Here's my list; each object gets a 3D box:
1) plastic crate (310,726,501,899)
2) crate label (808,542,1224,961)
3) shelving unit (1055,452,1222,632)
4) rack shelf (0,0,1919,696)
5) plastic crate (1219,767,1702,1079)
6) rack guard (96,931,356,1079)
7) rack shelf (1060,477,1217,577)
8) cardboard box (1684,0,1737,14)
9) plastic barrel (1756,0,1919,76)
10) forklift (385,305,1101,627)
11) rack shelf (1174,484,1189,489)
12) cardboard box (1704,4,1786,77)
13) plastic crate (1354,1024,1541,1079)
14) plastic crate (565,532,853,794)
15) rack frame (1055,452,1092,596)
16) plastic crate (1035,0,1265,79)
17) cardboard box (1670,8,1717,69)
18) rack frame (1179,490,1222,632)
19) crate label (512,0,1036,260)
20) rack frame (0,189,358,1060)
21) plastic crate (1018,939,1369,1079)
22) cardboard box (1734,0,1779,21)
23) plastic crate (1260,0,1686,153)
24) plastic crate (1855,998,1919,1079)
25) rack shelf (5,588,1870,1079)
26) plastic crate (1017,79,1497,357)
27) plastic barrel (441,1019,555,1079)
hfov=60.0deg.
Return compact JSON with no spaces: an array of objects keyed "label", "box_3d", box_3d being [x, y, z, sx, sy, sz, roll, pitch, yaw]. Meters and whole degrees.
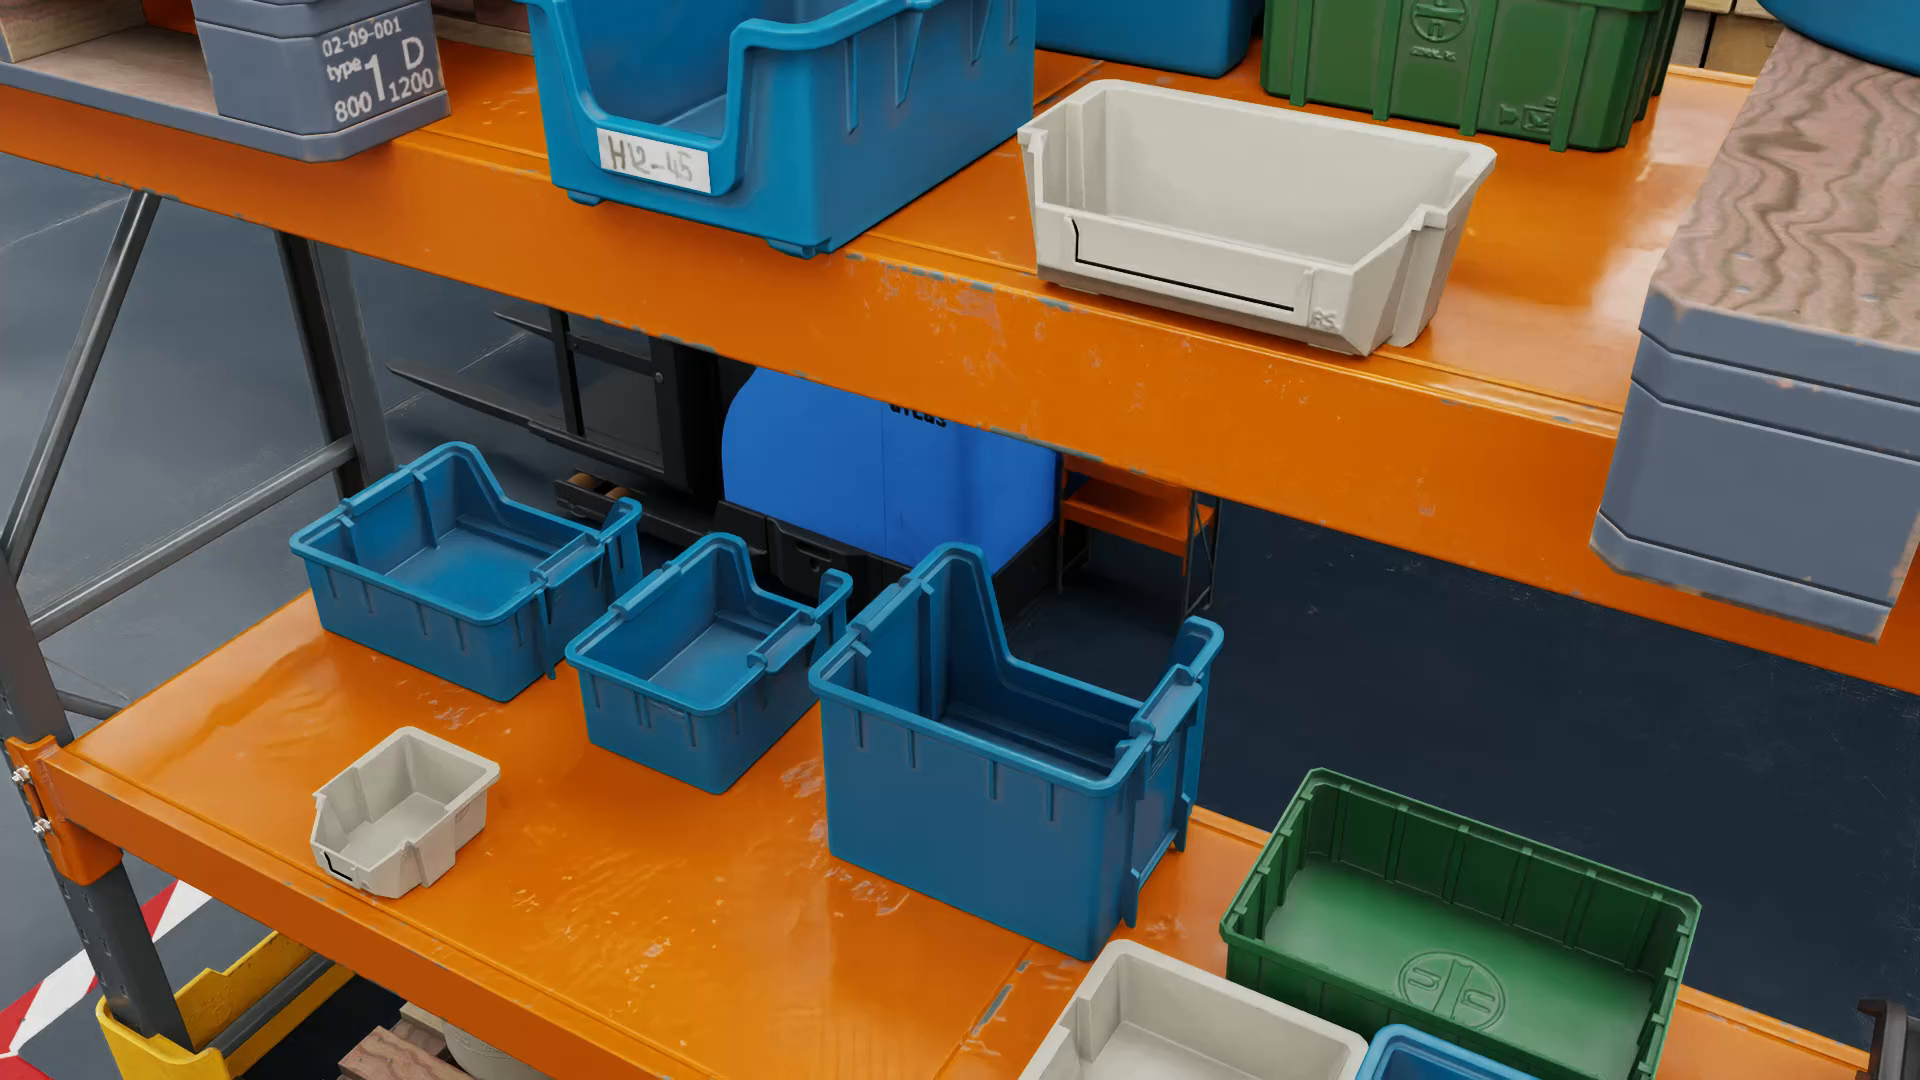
[{"label":"plastic crate","box_3d":[-1.012,0.509,3.018,0.250,0.136,0.298,18,37,24]},{"label":"crate label","box_3d":[0.103,0.359,2.972,0.616,0.435,0.502,18,37,24]},{"label":"shelving unit","box_3d":[0.617,-0.286,5.598,0.503,1.200,0.258,19,38,26]},{"label":"rack shelf","box_3d":[0.107,-0.401,2.089,4.000,0.370,1.077,18,37,24]},{"label":"plastic crate","box_3d":[0.805,0.677,2.718,0.662,0.188,0.450,18,37,24]},{"label":"rack guard","box_3d":[-1.540,1.037,4.242,0.348,0.500,1.175,18,37,24]},{"label":"rack shelf","box_3d":[0.617,-0.065,5.745,0.480,0.148,0.258,19,38,26]},{"label":"cardboard box","box_3d":[2.629,-1.990,5.856,0.250,0.149,0.380,19,38,26]},{"label":"plastic barrel","box_3d":[1.033,-0.859,1.297,0.708,0.901,0.600,18,37,24]},{"label":"forklift","box_3d":[0.303,-0.705,3.972,7.240,3.703,3.137,19,38,26]},{"label":"rack shelf","box_3d":[0.617,-0.263,5.613,0.457,0.050,0.221,19,38,26]},{"label":"cardboard box","box_3d":[3.022,-1.727,6.047,0.500,0.500,0.700,18,38,25]},{"label":"plastic crate","box_3d":[0.748,0.986,2.197,0.616,0.251,0.499,18,37,24]},{"label":"plastic crate","box_3d":[-0.485,0.235,3.325,0.408,0.251,0.499,18,37,24]},{"label":"rack frame","box_3d":[0.410,-0.358,5.706,0.015,1.200,0.240,19,38,26]},{"label":"plastic crate","box_3d":[0.176,-0.864,2.150,0.575,0.384,0.392,18,37,24]},{"label":"cardboard box","box_3d":[2.576,-1.867,6.258,0.500,0.500,0.700,19,38,26]},{"label":"rack frame","box_3d":[0.823,-0.215,5.490,0.015,1.200,0.240,19,38,26]},{"label":"crate label","box_3d":[-0.168,-0.515,1.745,0.408,0.251,0.502,18,37,24]},{"label":"rack frame","box_3d":[-1.631,-0.001,3.545,0.053,2.616,0.949,18,37,24]},{"label":"plastic crate","box_3d":[0.308,0.883,2.456,0.437,0.136,0.530,18,37,24]},{"label":"cardboard box","box_3d":[4.945,-1.866,4.487,4.934,1.460,0.703,19,38,26]},{"label":"plastic crate","box_3d":[0.609,-0.627,1.971,0.450,0.188,0.336,18,37,24]},{"label":"plastic crate","box_3d":[1.452,0.919,2.220,0.504,0.338,0.767,18,37,24]},{"label":"rack shelf","box_3d":[0.107,0.847,2.920,4.000,0.370,1.077,18,37,24]},{"label":"plastic crate","box_3d":[0.250,-0.288,1.507,0.396,0.136,0.243,18,37,24]},{"label":"plastic barrel","box_3d":[-1.020,1.003,3.904,0.421,0.512,0.421,0,34,0]}]
